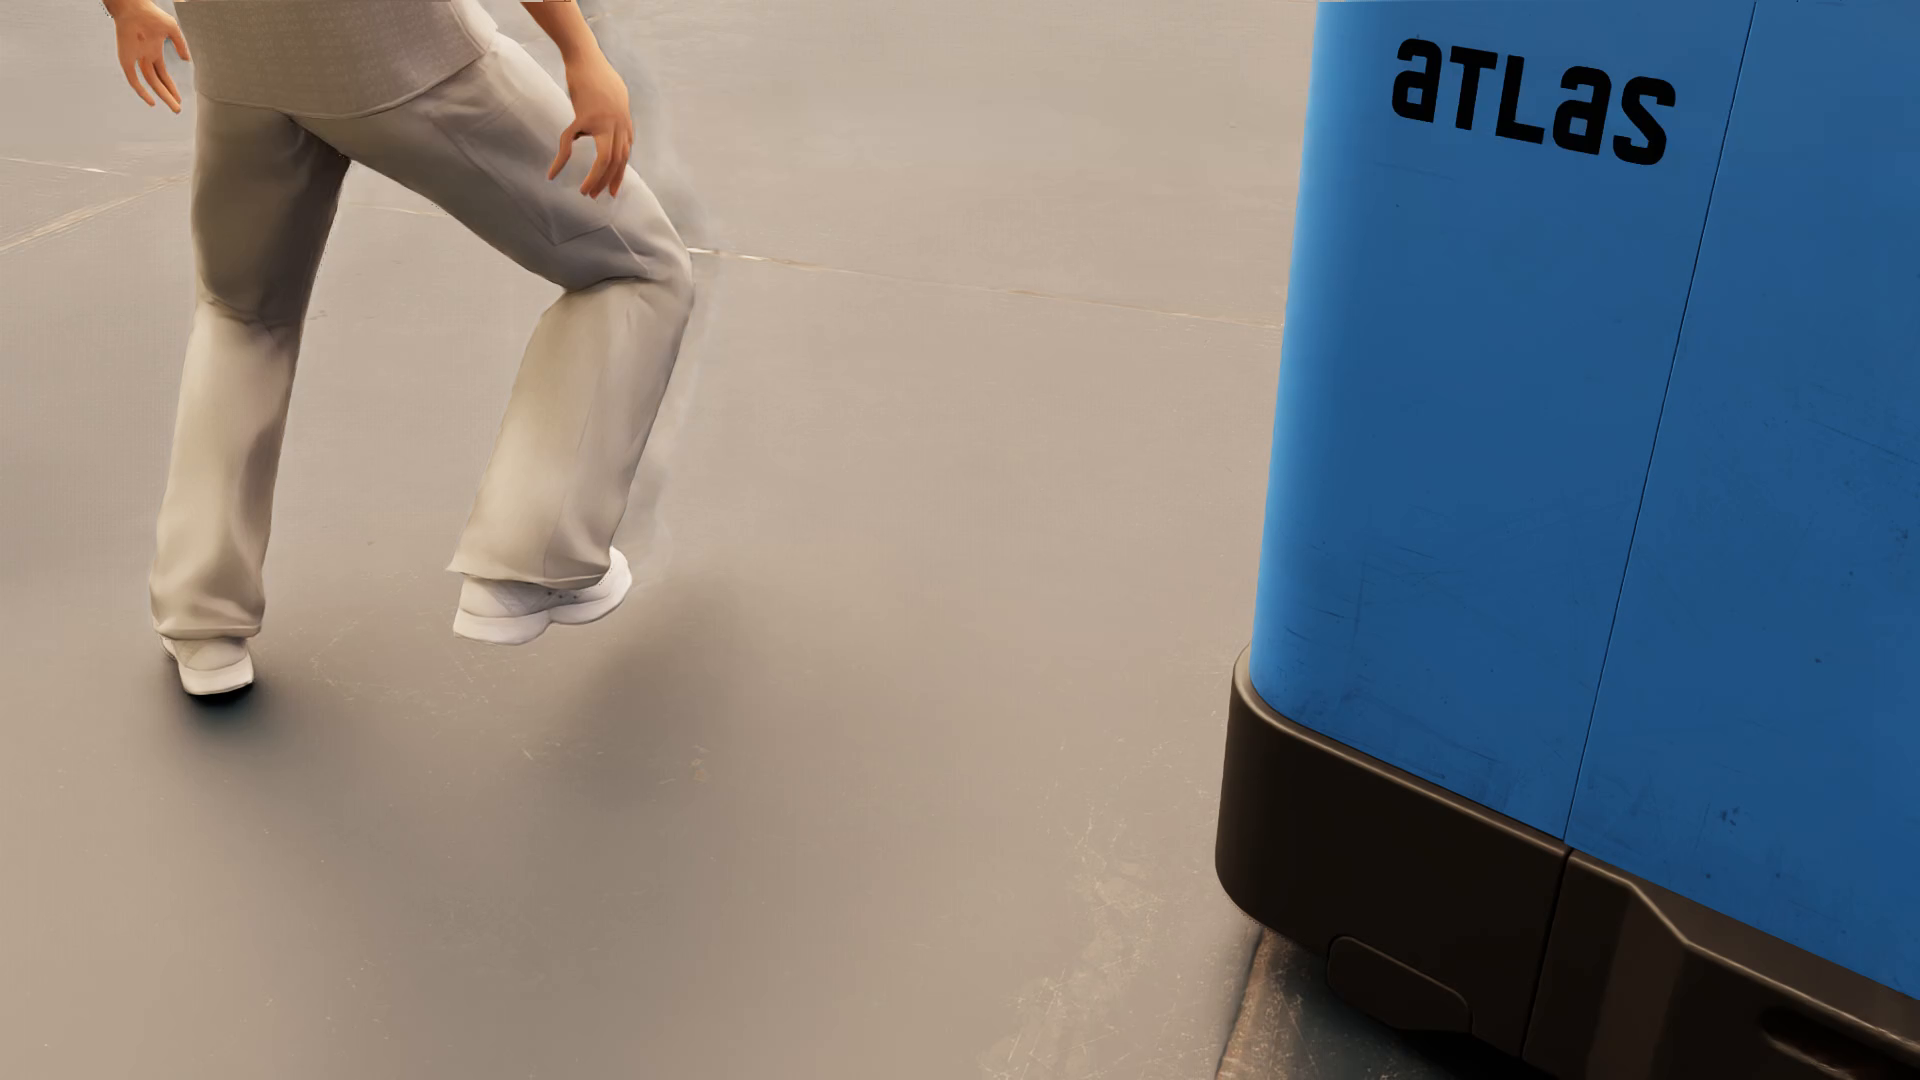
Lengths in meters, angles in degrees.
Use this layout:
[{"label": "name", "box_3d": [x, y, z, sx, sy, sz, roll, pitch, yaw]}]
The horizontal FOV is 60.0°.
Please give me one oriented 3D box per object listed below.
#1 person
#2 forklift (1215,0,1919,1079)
[{"label": "person", "box_3d": [-0.712, -0.557, 1.900, 0.809, 1.584, 0.543, 11, 31, 19]}, {"label": "forklift", "box_3d": [1.712, -0.567, 0.527, 3.031, 2.935, 1.130, 23, 37, 35]}]
